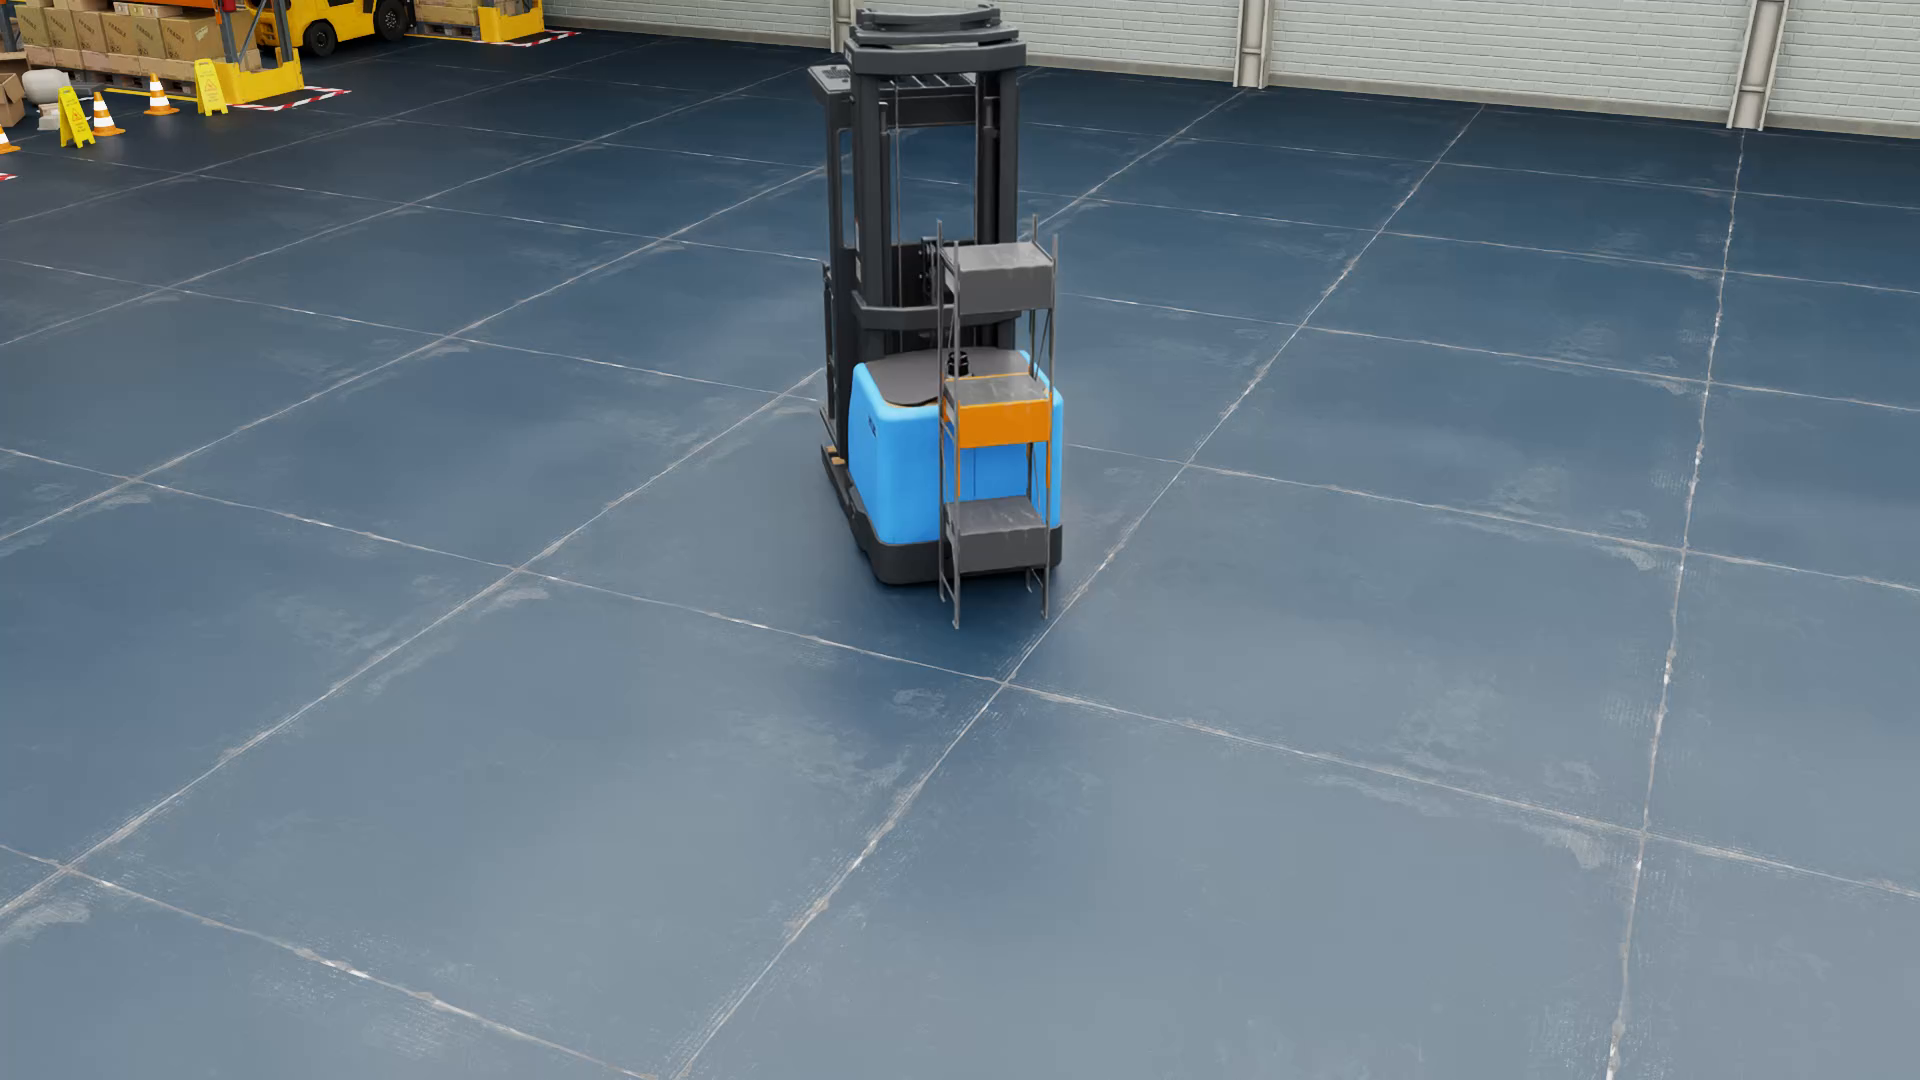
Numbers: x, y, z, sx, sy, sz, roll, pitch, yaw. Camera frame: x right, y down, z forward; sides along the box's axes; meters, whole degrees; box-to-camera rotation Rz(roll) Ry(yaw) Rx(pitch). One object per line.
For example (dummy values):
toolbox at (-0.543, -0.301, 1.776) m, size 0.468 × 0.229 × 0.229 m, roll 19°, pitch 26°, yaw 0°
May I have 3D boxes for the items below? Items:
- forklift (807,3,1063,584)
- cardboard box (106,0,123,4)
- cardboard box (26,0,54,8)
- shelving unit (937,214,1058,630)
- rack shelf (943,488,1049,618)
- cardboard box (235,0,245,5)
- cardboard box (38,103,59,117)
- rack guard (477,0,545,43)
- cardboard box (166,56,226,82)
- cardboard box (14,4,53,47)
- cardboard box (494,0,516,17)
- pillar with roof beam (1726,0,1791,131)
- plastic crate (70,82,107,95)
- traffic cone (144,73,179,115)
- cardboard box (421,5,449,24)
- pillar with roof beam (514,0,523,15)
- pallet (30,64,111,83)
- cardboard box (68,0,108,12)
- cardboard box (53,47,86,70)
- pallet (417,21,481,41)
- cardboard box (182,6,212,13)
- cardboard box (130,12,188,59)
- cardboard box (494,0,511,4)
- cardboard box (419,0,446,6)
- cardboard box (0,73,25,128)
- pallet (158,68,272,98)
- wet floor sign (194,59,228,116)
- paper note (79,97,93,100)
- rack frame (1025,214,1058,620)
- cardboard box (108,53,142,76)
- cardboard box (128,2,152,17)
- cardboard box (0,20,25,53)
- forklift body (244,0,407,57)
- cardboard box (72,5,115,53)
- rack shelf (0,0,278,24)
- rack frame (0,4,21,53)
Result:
forklift at (-0.266, -1.702, 9.888) m, size 1.130 × 2.935 × 3.031 m, roll -6°, pitch 27°, yaw -12°
cardboard box at (-11.411, -6.974, 22.309) m, size 0.500 × 0.500 × 0.500 m, roll 12°, pitch 29°, yaw 23°
cardboard box at (-12.010, -7.095, 21.818) m, size 0.250 × 0.149 × 0.380 m, roll 12°, pitch 29°, yaw 23°
shelving unit at (0.178, -0.576, 8.543) m, size 0.503 × 2.100 × 0.431 m, roll -6°, pitch 27°, yaw -12°
rack shelf at (0.178, 0.064, 8.858) m, size 0.480 × 0.518 × 0.431 m, roll -6°, pitch 27°, yaw -12°
cardboard box at (-11.656, -9.131, 27.114) m, size 0.625 × 0.625 × 0.875 m, roll 11°, pitch 28°, yaw 21°
cardboard box at (-10.912, -5.193, 20.129) m, size 0.380 × 0.149 × 0.250 m, roll -18°, pitch 31°, yaw -31°
rack guard at (-6.810, -7.915, 25.261) m, size 0.348 × 0.500 × 1.175 m, roll 11°, pitch 28°, yaw 22°
cardboard box at (-9.752, -6.043, 21.266) m, size 0.500 × 0.250 × 0.500 m, roll 11°, pitch 28°, yaw 22°
cardboard box at (-12.099, -6.851, 22.057) m, size 0.500 × 0.500 × 0.500 m, roll 13°, pitch 29°, yaw 24°
cardboard box at (-7.198, -8.164, 25.574) m, size 0.500 × 0.250 × 0.500 m, roll 11°, pitch 28°, yaw 22°
pillar with roof beam at (7.511, -7.200, 14.186) m, size 0.400 × 9.000 × 9.100 m, roll 11°, pitch 28°, yaw 22°
plastic crate at (-11.435, -5.849, 21.540) m, size 0.583 × 0.080 × 0.402 m, roll 2°, pitch 26°, yaw 4°
traffic cone at (-9.809, -5.466, 20.329) m, size 0.334 × 0.463 × 0.336 m, roll 11°, pitch 28°, yaw 22°
cardboard box at (-7.839, -8.049, 25.341) m, size 0.500 × 0.250 × 0.500 m, roll 11°, pitch 28°, yaw 22°
pillar with roof beam at (-8.875, -10.491, 20.871) m, size 0.400 × 9.000 × 9.100 m, roll 11°, pitch 28°, yaw 22°
pallet at (-11.898, -6.416, 22.543) m, size 1.213 × 0.211 × 1.003 m, roll 11°, pitch 28°, yaw 22°
cardboard box at (-11.295, -6.953, 21.531) m, size 0.250 × 0.149 × 0.380 m, roll 13°, pitch 29°, yaw 25°
cardboard box at (-11.608, -6.421, 22.034) m, size 0.500 × 0.250 × 0.500 m, roll 13°, pitch 29°, yaw 25°
pallet at (-7.545, -7.913, 25.583) m, size 1.213 × 0.211 × 1.003 m, roll 11°, pitch 28°, yaw 22°
cardboard box at (-10.003, -6.692, 21.735) m, size 0.500 × 0.500 × 0.500 m, roll 10°, pitch 28°, yaw 20°
cardboard box at (-10.197, -6.471, 21.287) m, size 0.500 × 0.500 × 0.500 m, roll 12°, pitch 29°, yaw 24°
cardboard box at (-7.174, -8.390, 25.466) m, size 0.500 × 0.250 × 0.500 m, roll 12°, pitch 29°, yaw 23°
cardboard box at (-7.856, -8.279, 25.242) m, size 0.500 × 0.250 × 0.500 m, roll 11°, pitch 28°, yaw 21°
cardboard box at (-11.530, -5.228, 19.798) m, size 0.637 × 0.503 × 0.797 m, roll -7°, pitch 27°, yaw -14°
pallet at (-9.677, -5.970, 21.637) m, size 1.213 × 0.211 × 1.003 m, roll 11°, pitch 28°, yaw 22°
wet floor sign at (-9.153, -5.523, 20.238) m, size 0.232 × 0.644 × 0.267 m, roll 23°, pitch 35°, yaw 39°
paper note at (-11.092, -5.605, 21.101) m, size 0.148 × 0.019 × 0.142 m, roll 2°, pitch 26°, yaw 4°
rack frame at (0.416, -0.601, 8.593) m, size 0.015 × 2.100 × 0.400 m, roll -6°, pitch 27°, yaw -12°
cardboard box at (-10.677, -6.230, 21.646) m, size 0.500 × 0.250 × 0.500 m, roll 10°, pitch 28°, yaw 20°
cardboard box at (-10.310, -6.756, 21.130) m, size 0.250 × 0.149 × 0.380 m, roll 12°, pitch 29°, yaw 23°
cardboard box at (-13.003, -6.880, 22.828) m, size 0.625 × 0.372 × 0.950 m, roll 12°, pitch 29°, yaw 22°
forklift body at (-9.313, -8.273, 24.119) m, size 1.214 × 2.155 × 2.313 m, roll 11°, pitch 28°, yaw 22°
cardboard box at (-11.136, -6.662, 21.674) m, size 0.500 × 0.500 × 0.500 m, roll 13°, pitch 29°, yaw 24°
rack shelf at (-10.704, -7.087, 21.564) m, size 4.000 × 0.370 × 1.077 m, roll 11°, pitch 28°, yaw 22°
rack frame at (-12.524, -7.776, 22.148) m, size 0.127 × 3.000 × 1.000 m, roll 11°, pitch 28°, yaw 22°
